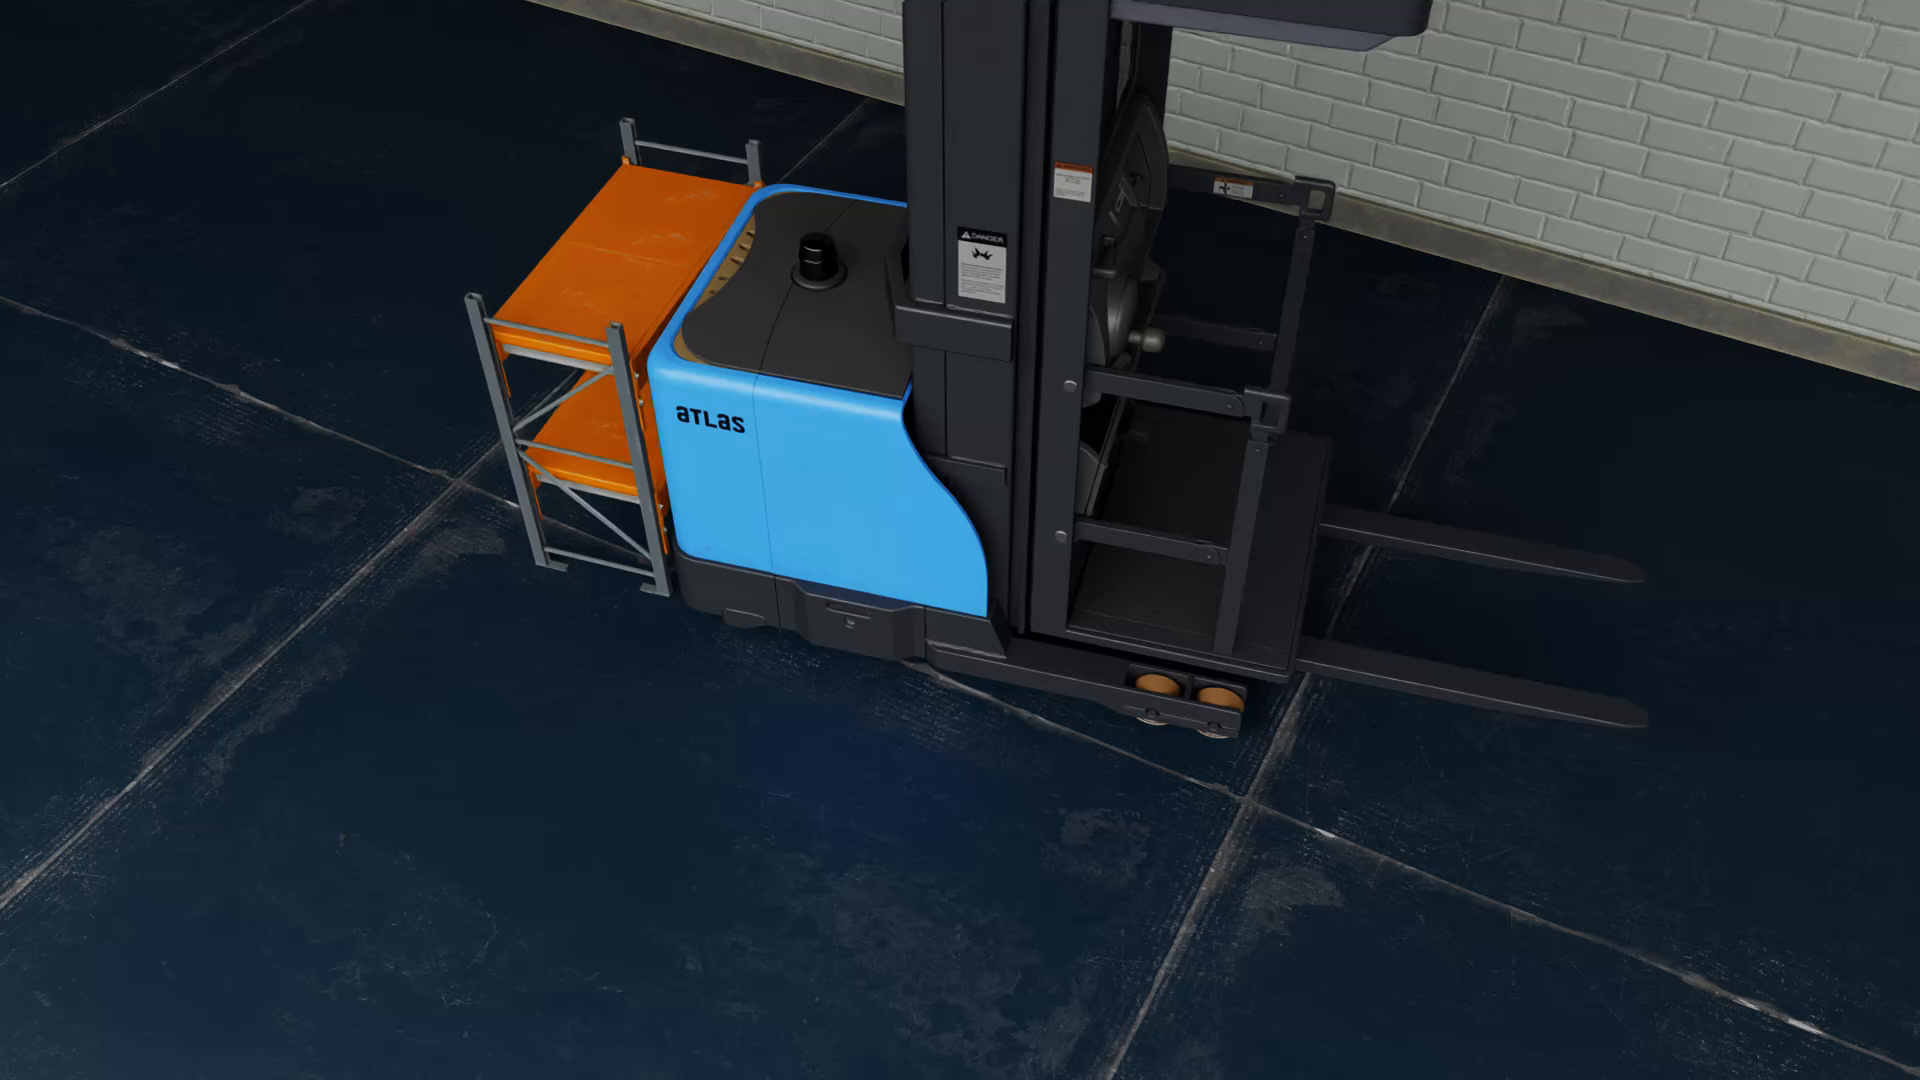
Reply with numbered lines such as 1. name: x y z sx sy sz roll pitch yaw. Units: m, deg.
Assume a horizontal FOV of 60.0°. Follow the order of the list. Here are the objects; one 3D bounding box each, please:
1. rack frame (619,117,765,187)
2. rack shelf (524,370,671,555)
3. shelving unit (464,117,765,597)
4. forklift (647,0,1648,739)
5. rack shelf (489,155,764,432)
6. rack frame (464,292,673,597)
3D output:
1. rack frame: -0.892 -0.956 5.901 0.500 1.125 0.032 13 47 13
2. rack shelf: -1.048 -0.440 5.735 0.538 0.278 1.000 13 47 13
3. shelving unit: -1.049 -0.613 5.562 0.538 1.125 1.048 13 47 13
4. forklift: 0.654 -0.840 4.519 3.031 2.935 1.130 11 46 11
5. rack shelf: -1.051 -0.819 5.354 0.538 0.278 1.000 13 47 13
6. rack frame: -1.207 -0.269 5.222 0.500 1.125 0.032 13 47 13
